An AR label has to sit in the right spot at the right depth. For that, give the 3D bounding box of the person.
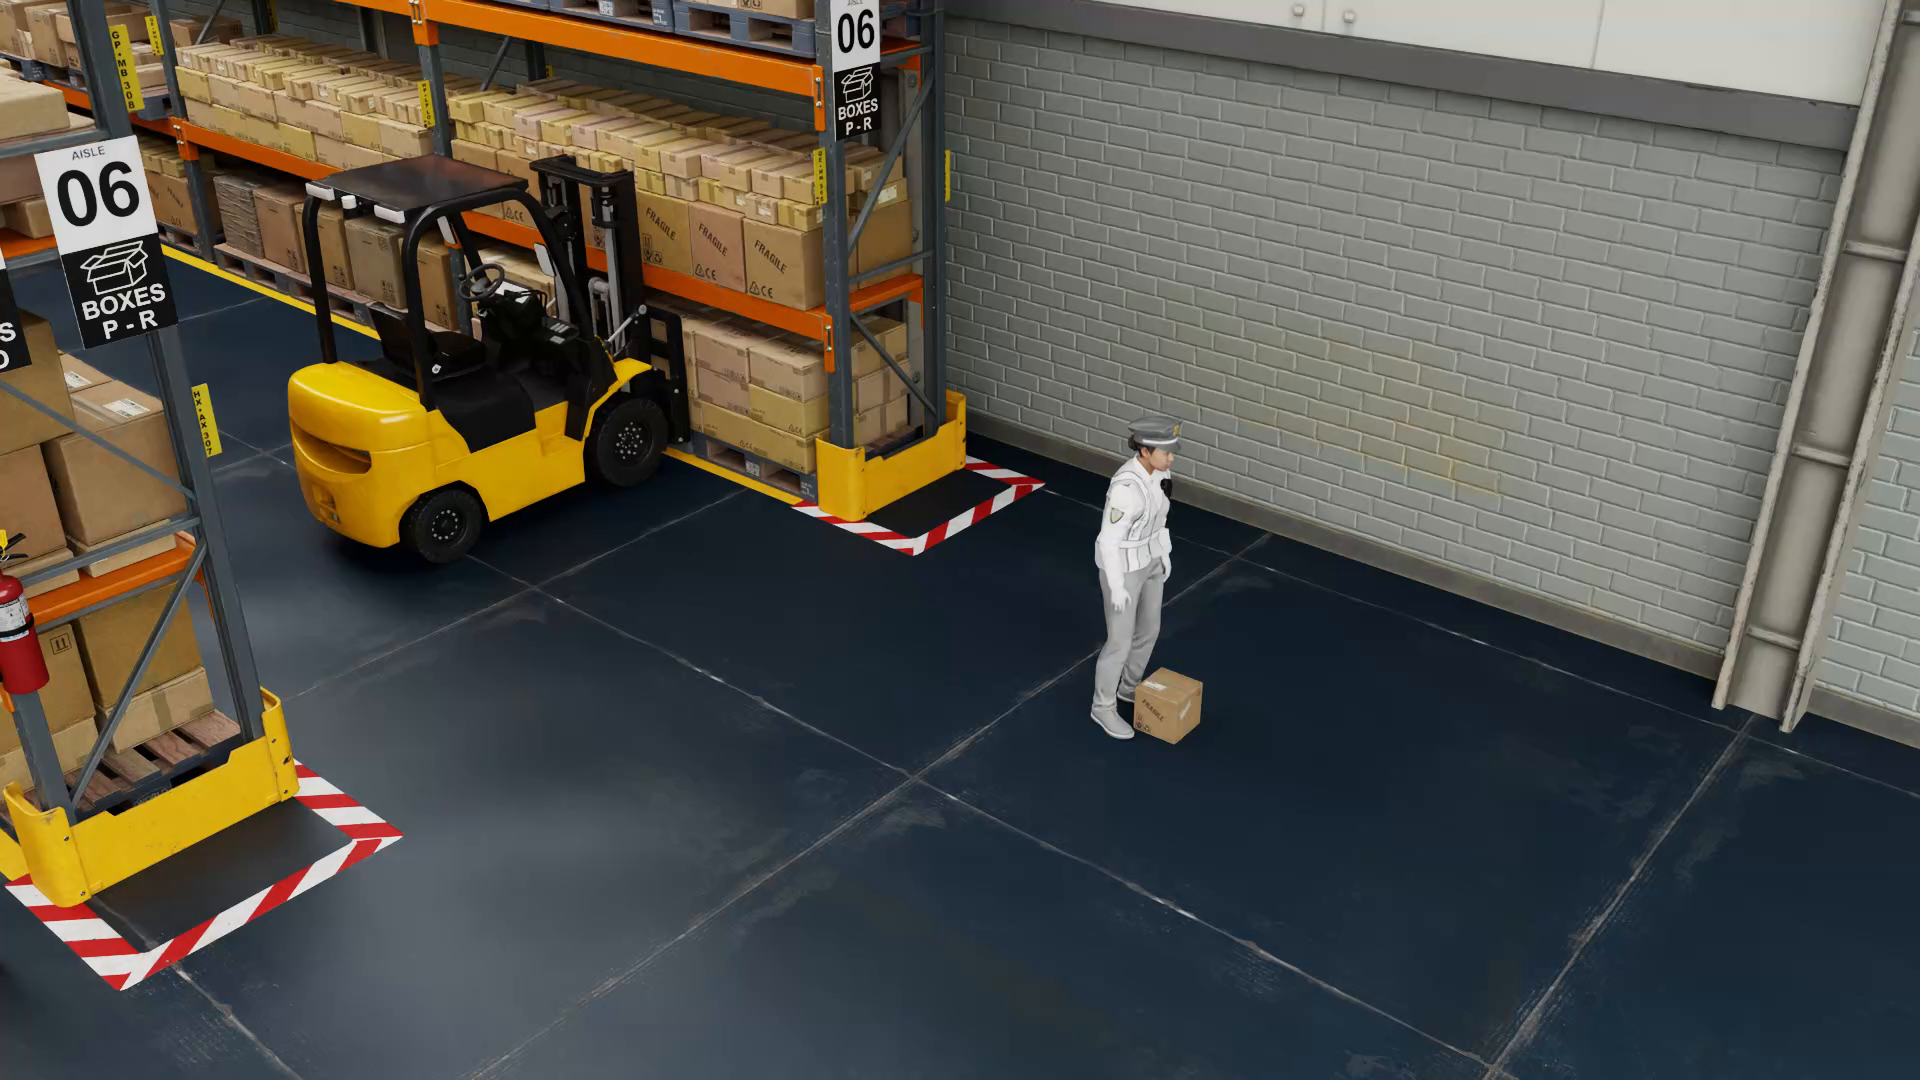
[{"bbox_3d":[0.882,0.151,8.325,0.373,1.665,0.542,20,33,33],"label":"person"}]
